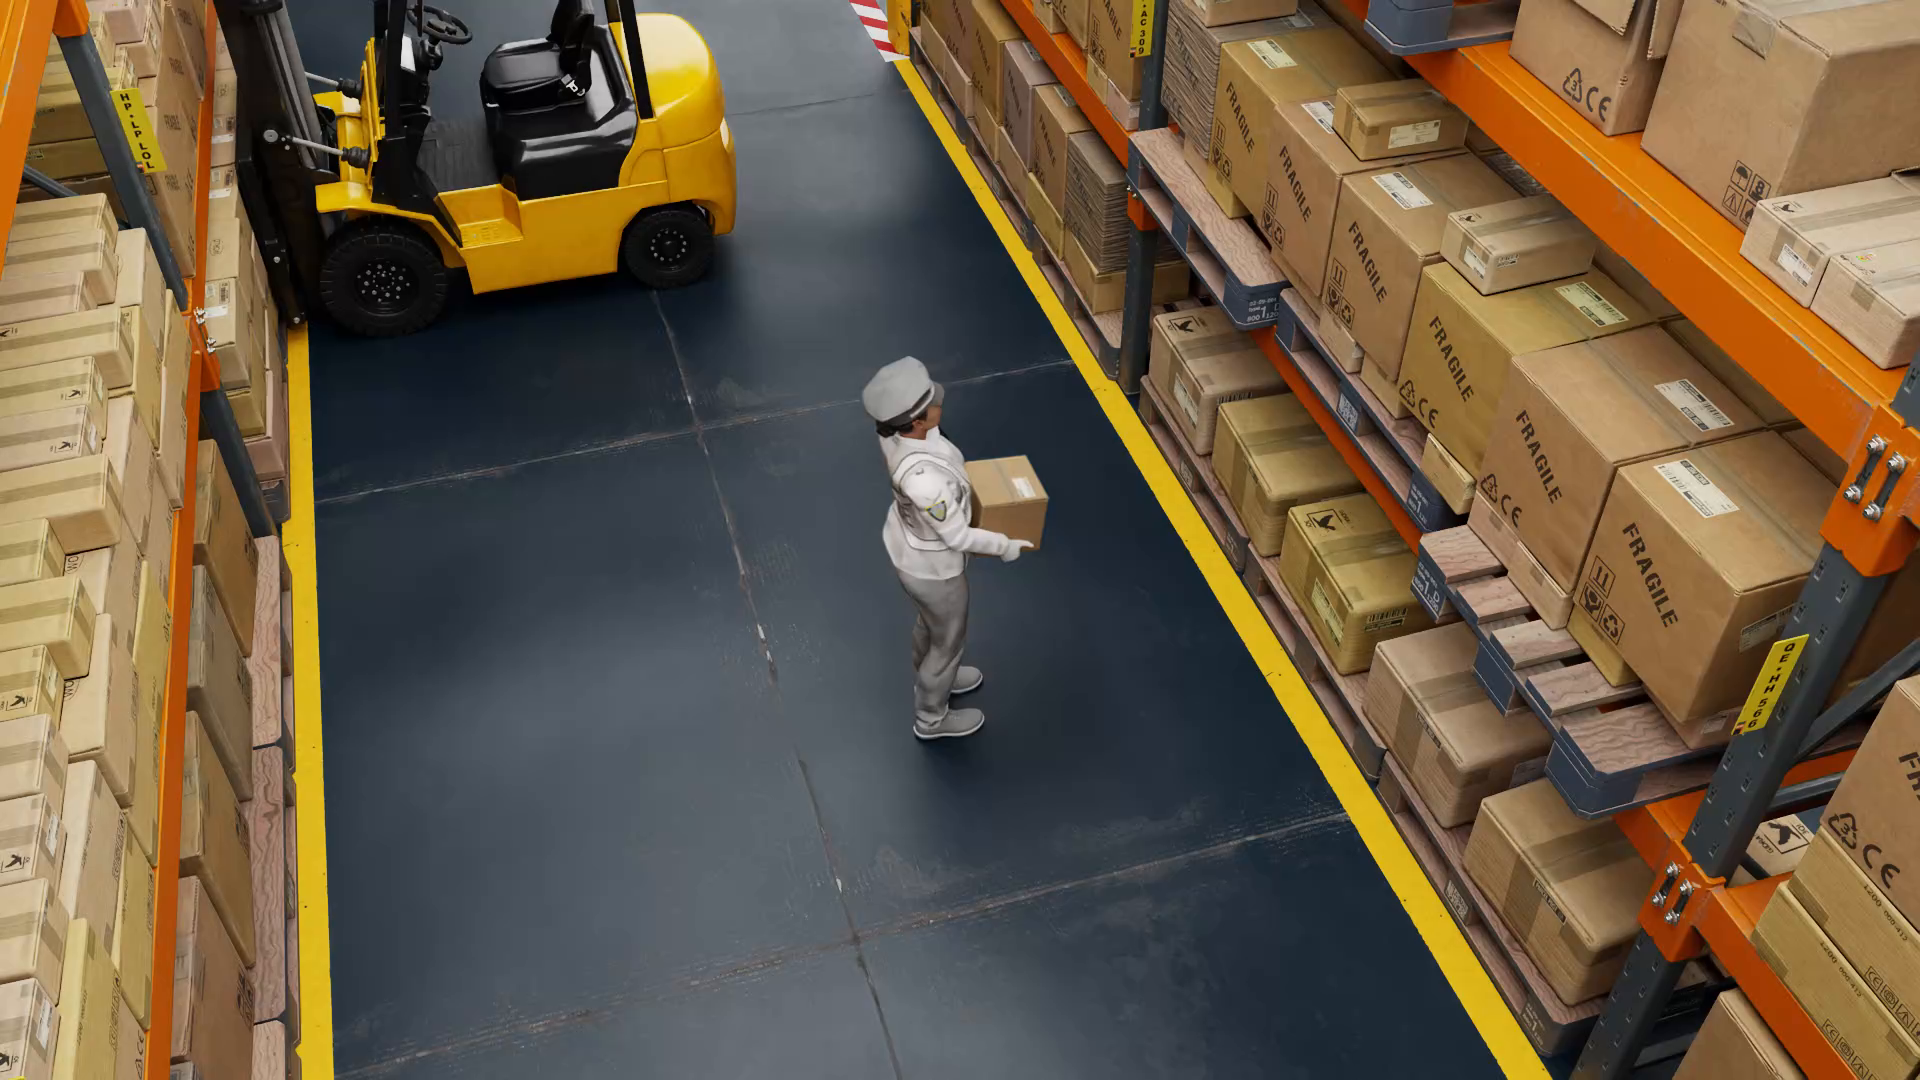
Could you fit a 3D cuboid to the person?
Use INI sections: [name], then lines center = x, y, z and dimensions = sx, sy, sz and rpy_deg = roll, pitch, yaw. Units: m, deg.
[person]
center = -0.045, 0.036, 6.101
dimensions = 0.563, 1.687, 0.461
rpy_deg = -12, 44, -13
